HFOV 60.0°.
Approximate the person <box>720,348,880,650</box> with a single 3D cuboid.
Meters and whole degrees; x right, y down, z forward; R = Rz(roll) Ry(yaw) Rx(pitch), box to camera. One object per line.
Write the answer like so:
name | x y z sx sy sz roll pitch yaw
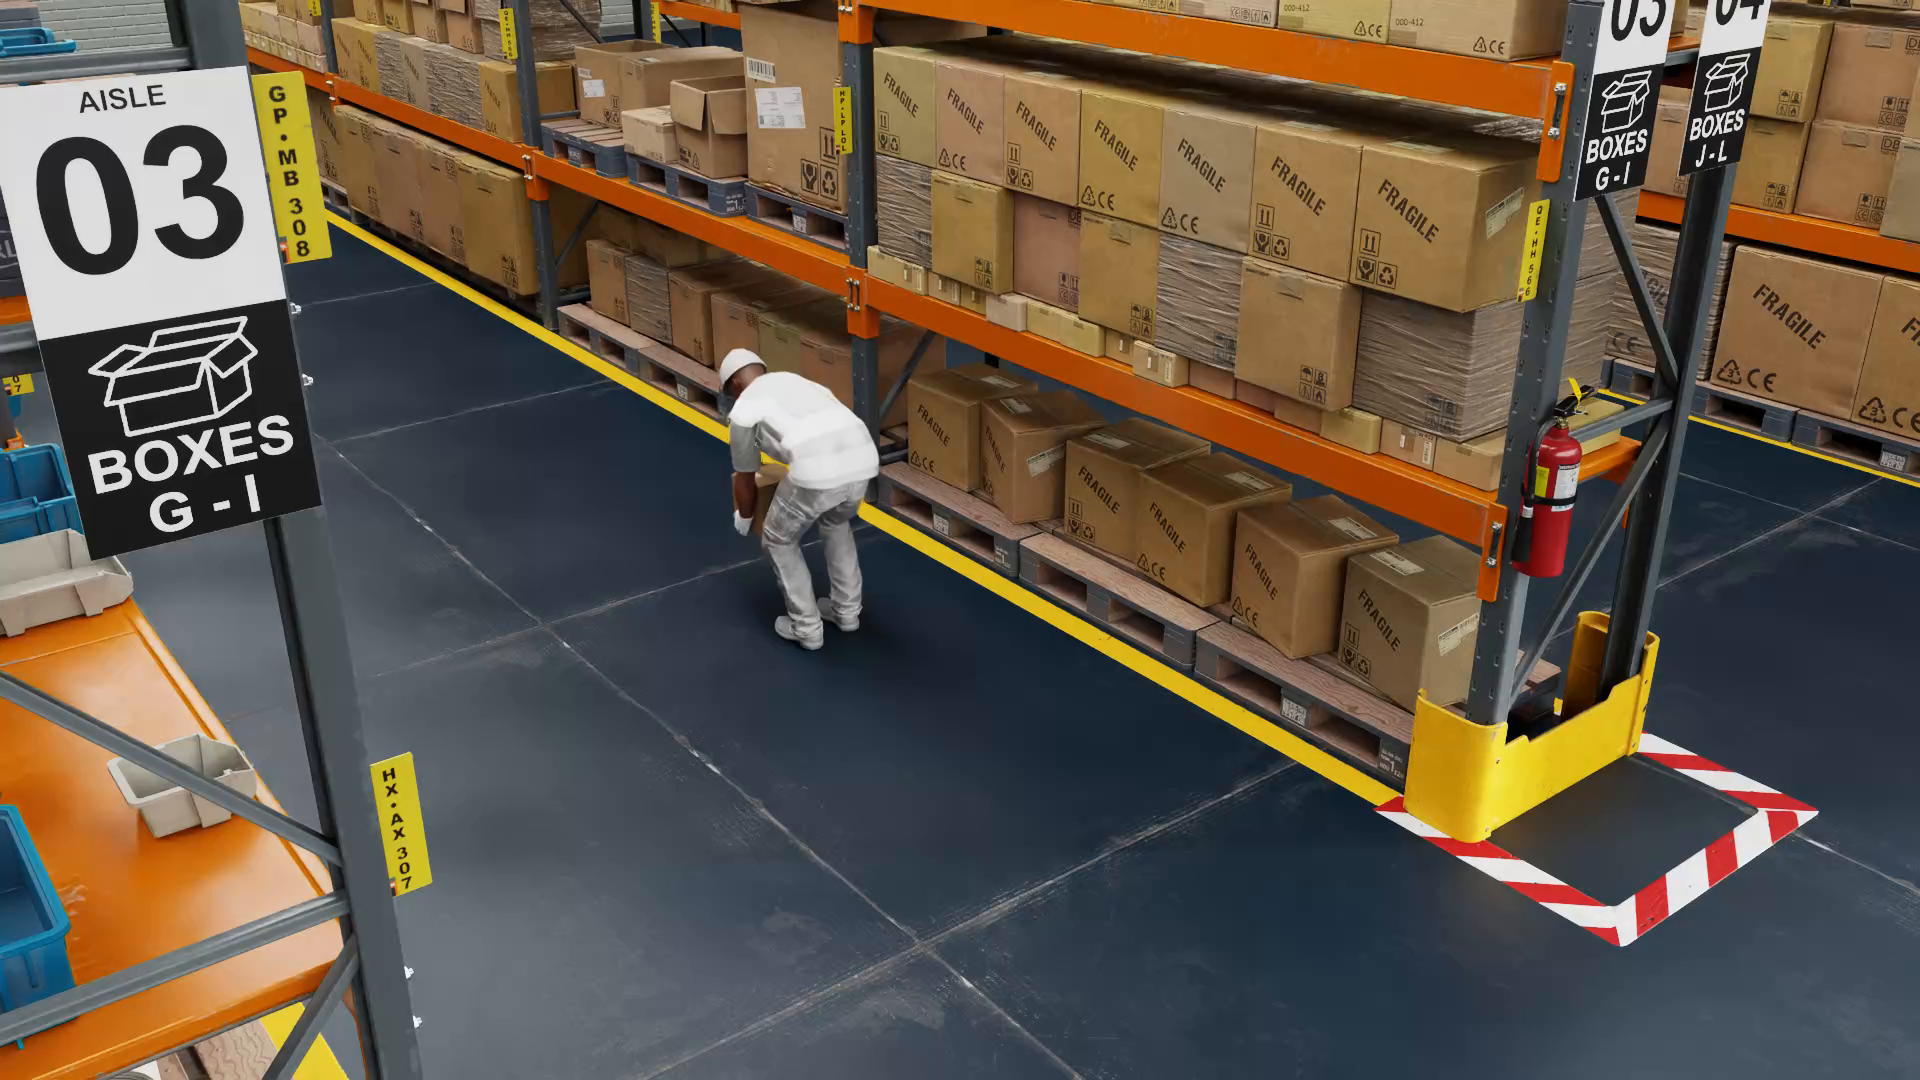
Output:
person | -0.775 -0.199 7.669 0.504 1.239 0.953 -19 31 -36
